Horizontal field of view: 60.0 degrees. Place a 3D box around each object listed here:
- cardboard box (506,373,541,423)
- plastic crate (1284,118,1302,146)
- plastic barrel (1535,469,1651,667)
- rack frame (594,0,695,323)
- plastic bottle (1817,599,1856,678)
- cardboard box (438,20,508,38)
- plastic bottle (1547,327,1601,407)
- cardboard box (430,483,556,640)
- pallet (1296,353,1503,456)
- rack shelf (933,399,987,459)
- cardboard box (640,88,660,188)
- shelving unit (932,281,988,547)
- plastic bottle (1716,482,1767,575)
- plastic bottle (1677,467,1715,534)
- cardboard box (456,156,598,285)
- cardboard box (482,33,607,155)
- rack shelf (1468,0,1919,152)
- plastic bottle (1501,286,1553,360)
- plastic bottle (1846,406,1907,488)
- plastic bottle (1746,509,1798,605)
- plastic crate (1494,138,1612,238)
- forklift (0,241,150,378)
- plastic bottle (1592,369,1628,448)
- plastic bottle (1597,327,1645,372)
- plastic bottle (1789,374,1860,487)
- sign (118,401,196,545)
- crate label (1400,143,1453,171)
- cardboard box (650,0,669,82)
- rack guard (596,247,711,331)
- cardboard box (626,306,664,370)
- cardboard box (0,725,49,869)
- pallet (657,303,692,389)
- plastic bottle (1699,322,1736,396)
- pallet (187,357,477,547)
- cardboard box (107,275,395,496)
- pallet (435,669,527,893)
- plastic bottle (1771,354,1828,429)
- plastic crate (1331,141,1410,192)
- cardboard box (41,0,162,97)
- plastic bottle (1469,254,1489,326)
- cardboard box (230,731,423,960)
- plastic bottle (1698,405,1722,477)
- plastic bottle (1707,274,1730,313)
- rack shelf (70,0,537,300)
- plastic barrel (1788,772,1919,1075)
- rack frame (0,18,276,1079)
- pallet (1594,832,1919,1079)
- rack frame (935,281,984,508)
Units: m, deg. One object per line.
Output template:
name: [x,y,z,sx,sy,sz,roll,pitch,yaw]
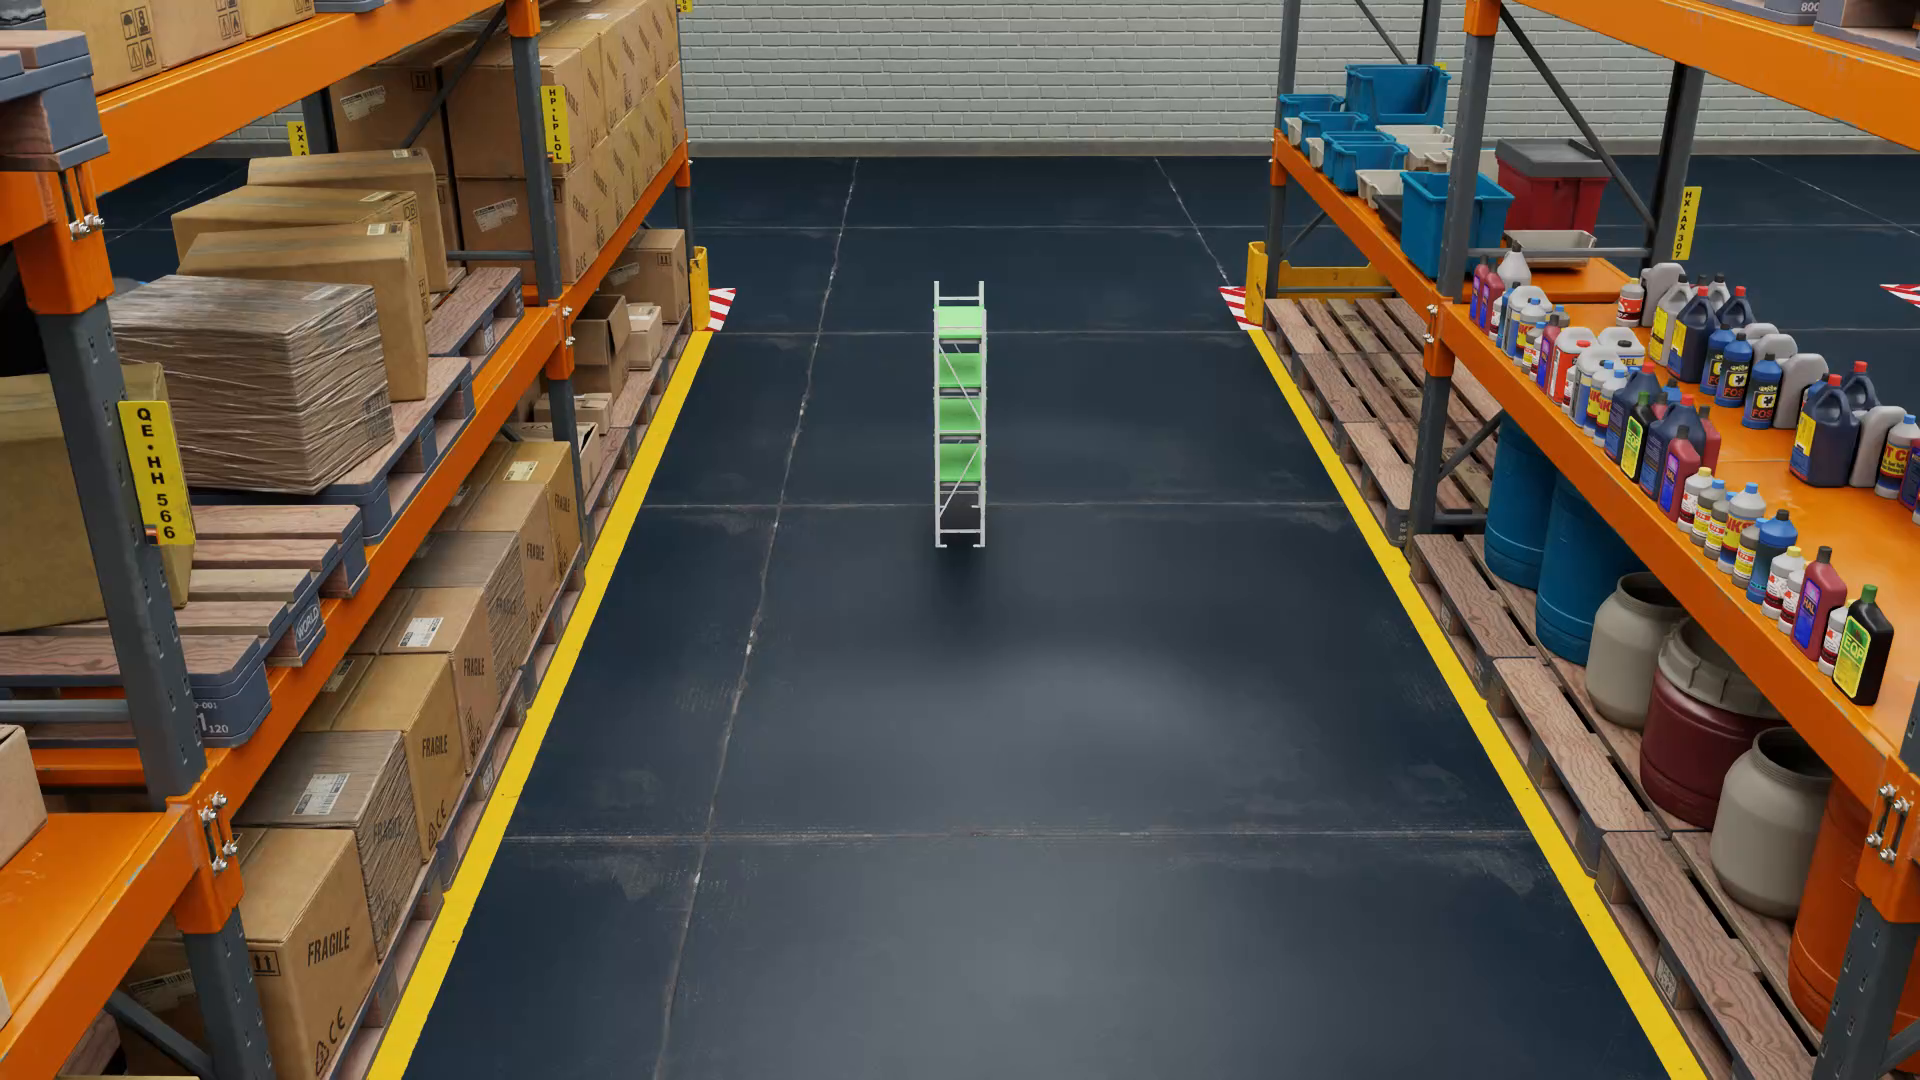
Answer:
cardboard box: [-2.591,-0.773,9.048,0.500,0.311,0.500,0,24,-1]
plastic crate: [2.211,-2.595,10.596,0.250,0.136,0.298,0,24,-1]
plastic barrel: [2.657,0.005,6.636,0.600,0.901,0.708,0,24,-1]
rack frame: [-2.336,-2.903,11.029,1.000,3.000,0.127,0,24,-1]
plastic bottle: [2.290,0.251,4.297,0.097,0.201,0.097,0,24,0]
cardboard box: [-2.571,-2.382,8.542,0.500,0.500,0.500,0,24,0]
plastic bottle: [2.295,-0.645,6.187,0.152,0.276,0.135,0,24,-1]
cardboard box: [-2.004,0.089,6.912,0.500,0.500,0.500,0,24,0]
pallet: [2.597,-0.812,9.789,1.003,0.211,1.213,0,24,-1]
rack shelf: [-0.002,-0.557,8.180,0.258,0.148,0.480,0,24,-1]
cardboard box: [-2.050,-2.346,9.676,0.500,0.500,0.500,0,24,0]
shelving unit: [-0.002,-0.615,8.154,0.258,1.200,0.503,0,24,-1]
plastic bottle: [2.283,-0.037,4.848,0.097,0.271,0.097,0,24,0]
plastic bottle: [2.280,-0.125,5.128,0.097,0.201,0.097,0,24,0]
cardboard box: [-2.026,-1.512,7.831,0.500,0.500,0.500,0,24,1]
cardboard box: [-2.023,-2.164,8.060,0.500,0.500,0.500,-1,24,-2]
rack shelf: [2.682,-1.491,5.139,1.077,0.370,4.000,0,24,-1]
plastic bottle: [2.288,-0.876,6.697,0.152,0.276,0.135,0,24,-1]
plastic bottle: [3.007,-0.322,5.473,0.152,0.276,0.135,0,24,-1]
plastic bottle: [2.285,0.043,4.670,0.097,0.271,0.097,0,24,0]
plastic crate: [2.901,-1.701,8.221,0.402,0.464,0.583,0,24,-1]
forklift: [-4.994,-1.161,7.261,1.130,2.935,3.031,7,25,16]
plastic bottle: [2.272,-0.460,5.782,0.097,0.271,0.097,0,24,0]
plastic bottle: [2.447,-0.646,6.189,0.152,0.276,0.135,0,24,-1]
plastic bottle: [2.859,-0.366,5.479,0.144,0.351,0.185,0,24,-1]
sign: [-1.694,-0.138,3.511,0.100,0.325,0.005,0,24,-1]
crate label: [2.823,-2.262,9.858,0.396,0.136,0.243,0,24,-1]
cardboard box: [-2.050,-3.014,9.940,0.500,0.500,0.500,0,24,1]
rack guard: [-2.336,-1.733,11.475,1.175,0.500,0.348,0,24,-1]
cardboard box: [-2.104,-1.236,10.147,0.500,0.250,0.500,0,24,-1]
cardboard box: [-2.289,0.584,3.427,0.500,0.311,0.500,1,24,3]
pallet: [-2.326,-1.273,10.808,1.003,0.211,1.213,0,24,-1]
plastic bottle: [2.873,-0.690,6.291,0.097,0.271,0.097,0,24,0]
pallet: [-2.275,-0.321,5.552,1.003,0.211,1.213,0,24,-1]
cardboard box: [-2.188,-0.480,5.041,0.700,0.500,0.500,4,25,9]
pallet: [-2.230,0.855,6.105,1.003,0.211,1.213,0,24,-1]
plastic bottle: [3.001,-0.549,5.974,0.152,0.276,0.135,0,24,-1]
plastic crate: [2.308,-2.106,9.396,0.416,0.233,0.300,0,24,-1]
cardboard box: [-2.287,-1.199,3.499,0.910,0.500,0.500,0,24,-1]
plastic bottle: [2.238,-1.070,7.117,0.061,0.283,0.133,0,24,-1]
cardboard box: [-1.980,0.927,5.060,0.500,0.500,0.500,-1,24,-2]
plastic bottle: [2.403,-0.287,5.386,0.061,0.283,0.133,0,24,-1]
plastic bottle: [2.998,-0.876,6.607,0.144,0.351,0.185,0,24,-1]
rack shelf: [-2.271,-1.470,5.093,1.077,0.370,4.000,0,24,-1]
plastic barrel: [2.682,0.968,4.593,0.600,0.830,0.708,0,24,-1]
rack frame: [-2.249,0.393,3.741,1.000,3.000,0.127,0,24,-1]
pallet: [2.654,1.318,5.079,1.003,0.211,1.213,0,24,-1]
rack frame: [-0.004,-0.715,8.376,0.240,1.200,0.015,0,24,-1]
